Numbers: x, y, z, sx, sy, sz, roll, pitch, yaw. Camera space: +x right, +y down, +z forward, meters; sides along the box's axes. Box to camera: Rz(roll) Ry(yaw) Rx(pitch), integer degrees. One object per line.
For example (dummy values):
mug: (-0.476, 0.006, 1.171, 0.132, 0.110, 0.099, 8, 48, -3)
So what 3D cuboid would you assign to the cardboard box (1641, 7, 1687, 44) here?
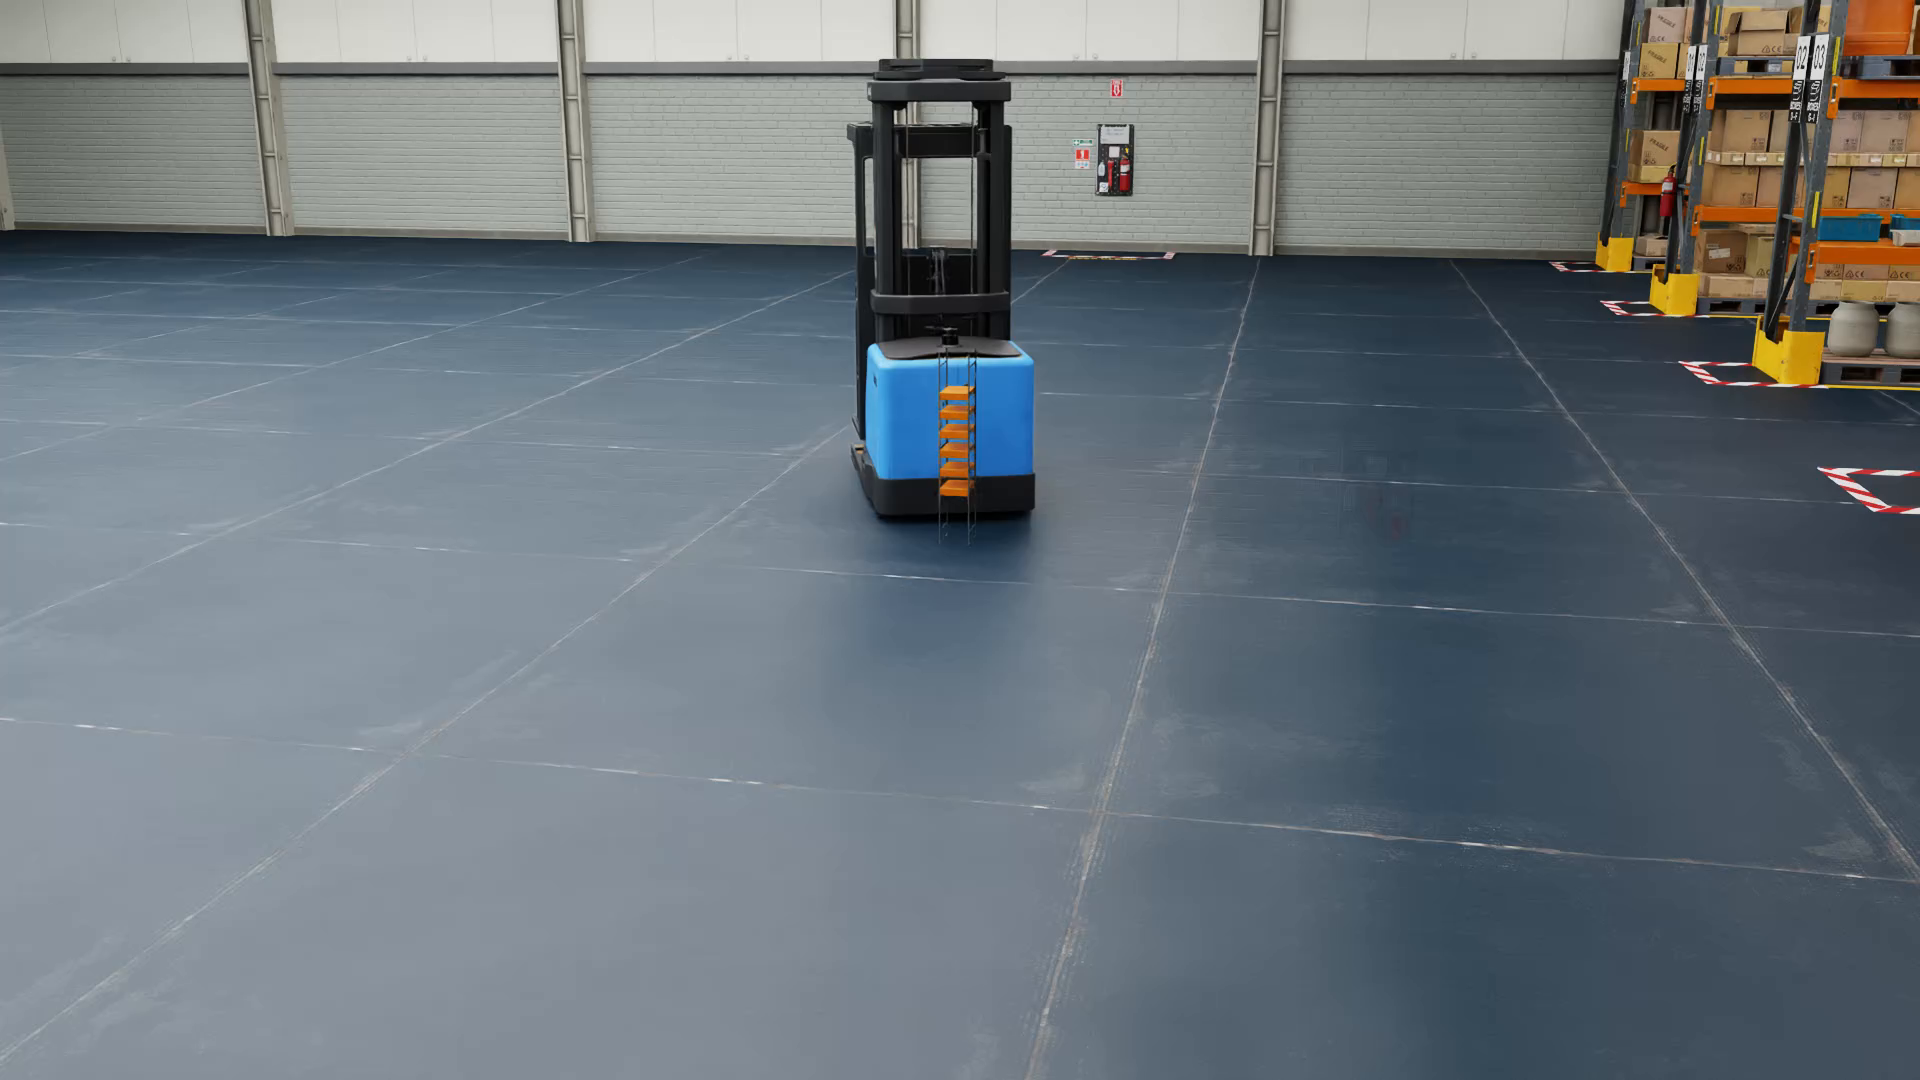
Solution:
cardboard box: (10.337, -7.562, 24.456, 0.500, 0.500, 0.500, 2, 16, 7)

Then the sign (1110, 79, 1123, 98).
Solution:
sign: (2.585, -7.454, 27.441, 0.199, 0.298, 0.001, 3, 16, 11)

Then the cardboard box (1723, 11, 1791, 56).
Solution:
cardboard box: (9.587, -6.098, 20.027, 0.637, 0.503, 0.797, 4, 16, 15)

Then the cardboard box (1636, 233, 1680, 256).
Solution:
cardboard box: (10.668, -4.517, 25.392, 0.500, 0.311, 0.500, 1, 16, 5)

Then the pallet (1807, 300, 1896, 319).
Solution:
pallet: (10.974, -2.926, 20.659, 1.213, 0.211, 1.003, 3, 16, 11)

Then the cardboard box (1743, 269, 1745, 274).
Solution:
cardboard box: (10.101, -3.267, 21.033, 0.500, 0.250, 0.500, 3, 16, 11)

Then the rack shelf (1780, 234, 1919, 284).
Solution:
rack shelf: (9.994, -2.616, 15.665, 4.000, 0.370, 1.077, 3, 16, 11)

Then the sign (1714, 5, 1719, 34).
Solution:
sign: (8.908, -6.125, 19.580, 0.005, 0.325, 0.100, 3, 16, 11)

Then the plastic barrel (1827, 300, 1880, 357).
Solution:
plastic barrel: (8.694, -2.058, 16.175, 0.421, 0.512, 0.421, 0, 15, 0)

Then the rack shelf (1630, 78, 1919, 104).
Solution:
rack shelf: (11.968, -6.653, 24.621, 4.000, 0.370, 1.077, 3, 16, 11)

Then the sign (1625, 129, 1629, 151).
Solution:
sign: (9.900, -5.936, 24.681, 0.005, 0.325, 0.100, 3, 16, 11)

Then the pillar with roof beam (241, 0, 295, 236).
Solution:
pillar with roof beam: (-13.510, -8.892, 25.735, 0.400, 9.000, 9.100, 3, 16, 11)

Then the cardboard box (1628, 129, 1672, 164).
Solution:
cardboard box: (10.512, -5.990, 25.337, 0.500, 0.500, 0.500, 3, 16, 10)

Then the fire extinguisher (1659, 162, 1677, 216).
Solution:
fire extinguisher: (9.001, -4.455, 21.102, 0.183, 0.674, 0.296, 3, 16, 11)

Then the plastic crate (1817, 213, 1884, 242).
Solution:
plastic crate: (8.584, -3.049, 16.160, 0.616, 0.251, 0.499, 3, 16, 11)

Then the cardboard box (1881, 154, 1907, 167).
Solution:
cardboard box: (11.130, -4.553, 19.906, 0.250, 0.149, 0.380, 4, 16, 13)

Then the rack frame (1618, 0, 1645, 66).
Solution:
rack frame: (10.008, -8.552, 24.509, 0.127, 3.000, 1.000, 3, 16, 11)

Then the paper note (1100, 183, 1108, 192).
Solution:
paper note: (2.413, -5.914, 27.872, 0.142, 0.148, 0.016, 3, 16, 11)

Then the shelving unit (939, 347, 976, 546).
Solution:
shelving unit: (-0.014, -0.579, 10.335, 0.189, 1.200, 0.258, 3, 16, 11)

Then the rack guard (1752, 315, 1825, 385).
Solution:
rack guard: (8.118, -1.873, 16.317, 0.348, 0.500, 1.175, 3, 16, 11)

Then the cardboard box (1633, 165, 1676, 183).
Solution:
cardboard box: (10.423, -5.489, 24.933, 0.500, 0.250, 0.500, 3, 16, 9)

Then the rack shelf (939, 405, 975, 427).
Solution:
rack shelf: (-0.014, -0.767, 10.282, 0.180, 0.103, 0.258, 3, 16, 11)

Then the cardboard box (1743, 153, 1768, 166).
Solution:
cardboard box: (9.625, -4.635, 20.204, 0.250, 0.149, 0.380, 3, 16, 10)

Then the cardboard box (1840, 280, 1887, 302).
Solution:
cardboard box: (10.975, -3.075, 20.339, 0.500, 0.250, 0.500, 3, 16, 11)

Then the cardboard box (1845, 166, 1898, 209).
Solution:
cardboard box: (10.997, -4.303, 20.221, 0.500, 0.500, 0.700, 4, 16, 13)

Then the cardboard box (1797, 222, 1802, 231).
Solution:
cardboard box: (12.903, -4.500, 24.978, 0.500, 0.500, 0.500, 2, 16, 7)

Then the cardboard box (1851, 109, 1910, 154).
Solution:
cardboard box: (11.033, -4.928, 20.044, 0.500, 0.500, 0.700, 3, 16, 11)

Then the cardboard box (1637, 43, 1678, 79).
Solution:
cardboard box: (10.286, -7.081, 24.593, 0.500, 0.500, 0.500, 4, 16, 13)

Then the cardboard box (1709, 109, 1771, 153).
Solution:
cardboard box: (9.531, -5.007, 20.332, 0.500, 0.500, 0.700, 3, 16, 11)

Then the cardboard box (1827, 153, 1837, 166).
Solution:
cardboard box: (10.378, -4.594, 20.055, 0.250, 0.149, 0.380, 3, 16, 9)

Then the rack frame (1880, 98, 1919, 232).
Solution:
rack frame: (13.928, -5.448, 24.541, 0.127, 3.000, 1.000, 3, 16, 11)

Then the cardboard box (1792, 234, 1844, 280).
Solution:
cardboard box: (10.489, -3.468, 20.350, 0.500, 0.500, 0.500, 3, 16, 11)

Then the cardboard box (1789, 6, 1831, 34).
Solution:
cardboard box: (12.330, -7.441, 24.017, 0.500, 0.500, 0.500, 3, 16, 9)

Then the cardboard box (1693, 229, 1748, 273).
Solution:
cardboard box: (9.609, -3.653, 21.019, 0.500, 0.500, 0.500, 3, 16, 11)

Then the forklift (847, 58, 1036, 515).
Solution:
forklift: (-0.220, -1.918, 11.925, 1.130, 2.935, 3.031, -2, 16, -8)

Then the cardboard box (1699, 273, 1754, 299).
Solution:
cardboard box: (9.506, -3.155, 20.628, 0.500, 0.250, 0.500, 3, 16, 11)

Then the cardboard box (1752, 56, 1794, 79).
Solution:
cardboard box: (11.844, -6.994, 24.277, 0.500, 0.500, 0.500, 4, 16, 15)

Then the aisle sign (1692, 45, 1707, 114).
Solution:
aisle sign: (8.899, -5.541, 20.007, 0.004, 0.787, 0.394, 3, 16, 11)

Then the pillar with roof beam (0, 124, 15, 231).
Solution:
pillar with roof beam: (-19.390, -9.211, 26.887, 0.400, 9.000, 9.100, 3, 16, 11)

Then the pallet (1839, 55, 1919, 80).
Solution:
pallet: (8.825, -4.354, 15.327, 1.213, 0.211, 1.003, 3, 16, 11)

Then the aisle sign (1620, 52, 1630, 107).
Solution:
aisle sign: (9.878, -6.839, 24.693, 0.004, 0.787, 0.394, 3, 16, 11)

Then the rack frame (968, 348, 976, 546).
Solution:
rack frame: (0.075, -0.574, 10.317, 0.006, 1.200, 0.240, 3, 16, 11)

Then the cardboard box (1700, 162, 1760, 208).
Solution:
cardboard box: (9.479, -4.385, 20.515, 0.500, 0.500, 0.700, 3, 16, 11)

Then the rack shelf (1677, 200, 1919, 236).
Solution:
rack shelf: (10.984, -3.912, 20.343, 4.000, 0.370, 1.077, 3, 16, 11)

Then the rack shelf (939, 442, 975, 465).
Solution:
rack shelf: (-0.014, -0.536, 10.346, 0.180, 0.103, 0.258, 3, 16, 11)
